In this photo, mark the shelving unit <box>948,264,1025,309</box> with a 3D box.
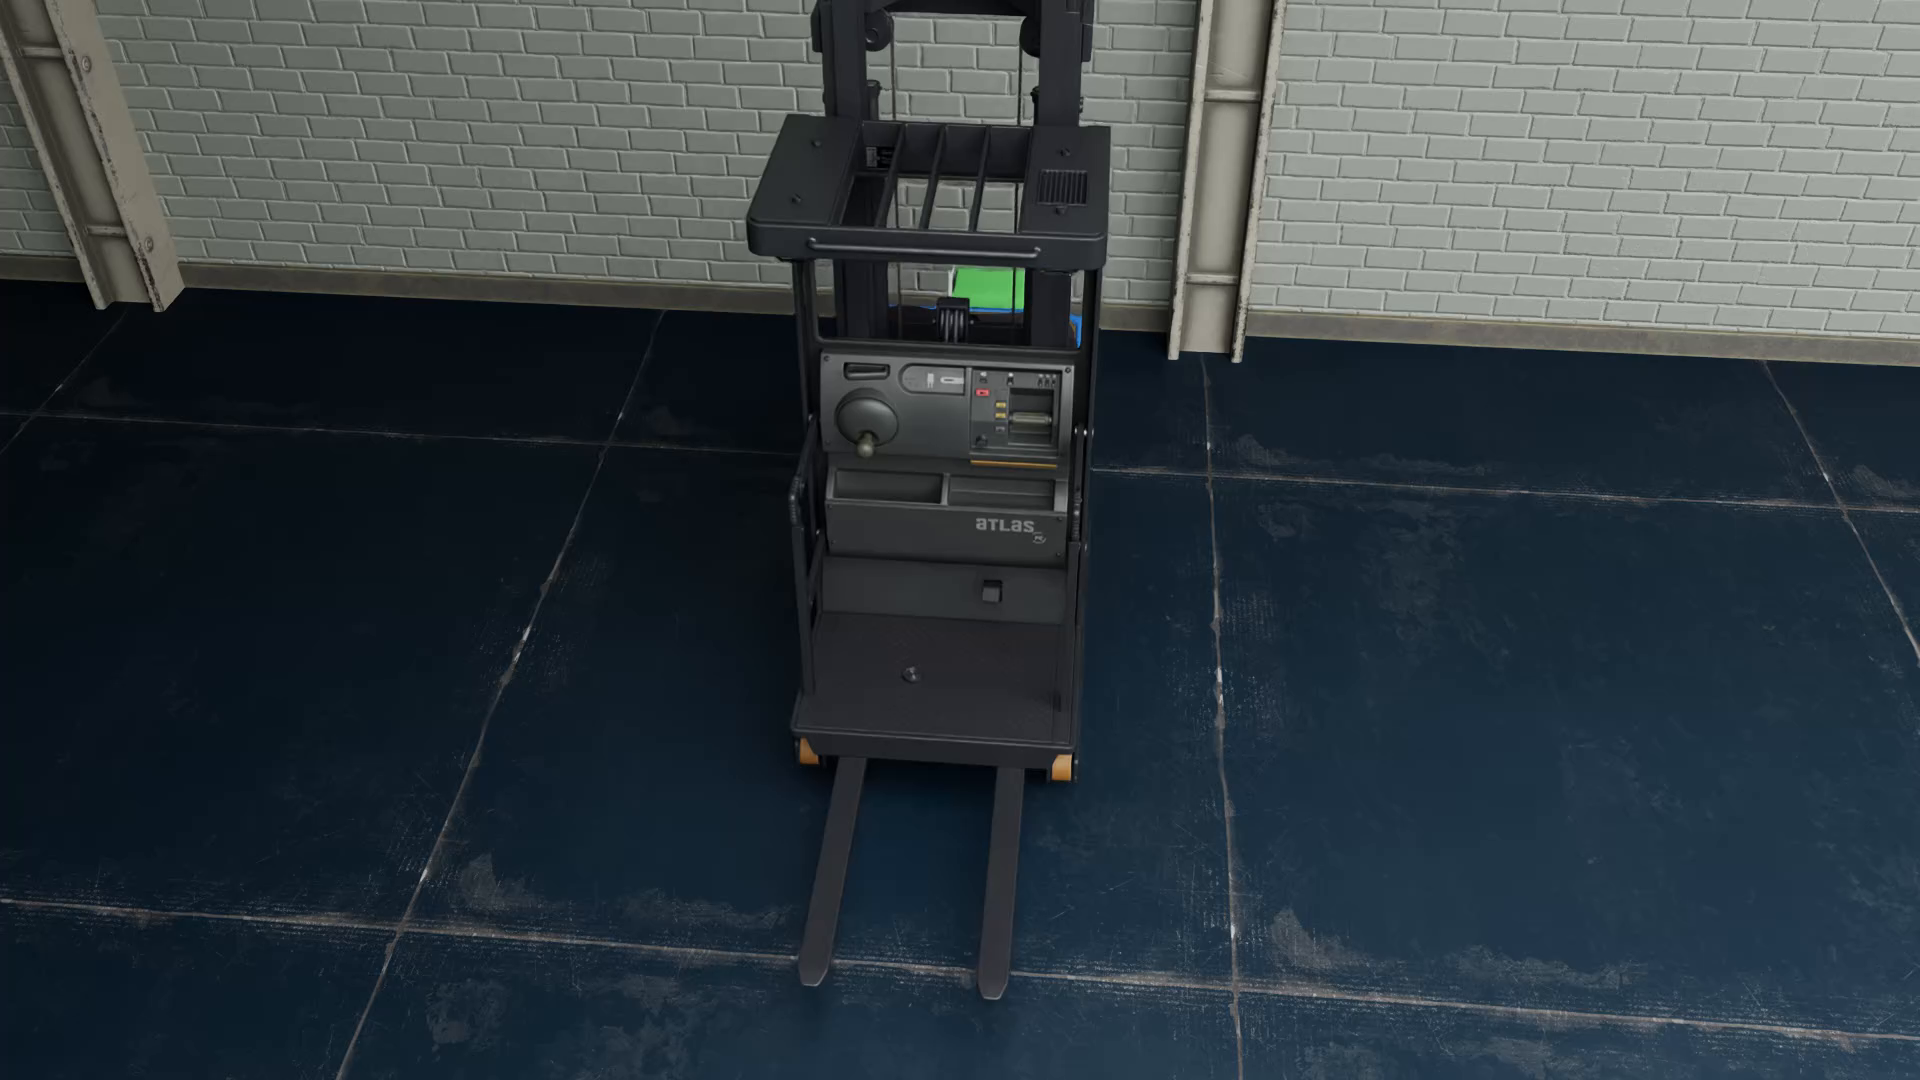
[{"bbox_3d":[0.210,-0.776,7.752,0.503,1.200,0.258,3,39,4],"label":"shelving unit"}]

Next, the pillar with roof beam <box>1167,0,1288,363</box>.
[{"bbox_3d":[0.955,-1.841,2.884,0.400,9.000,9.100,3,39,4],"label":"pillar with roof beam"}]

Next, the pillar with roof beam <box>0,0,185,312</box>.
[{"bbox_3d":[-5.023,-2.168,3.285,0.400,9.000,9.100,3,39,4],"label":"pillar with roof beam"}]

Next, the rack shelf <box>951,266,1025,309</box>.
[{"bbox_3d":[0.210,-1.099,7.490,0.480,0.148,0.258,3,39,4],"label":"rack shelf"}]

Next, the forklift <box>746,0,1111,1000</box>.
[{"bbox_3d":[-0.067,-0.408,5.930,1.130,2.935,3.031,3,39,4],"label":"forklift"}]

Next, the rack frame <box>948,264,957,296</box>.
[{"bbox_3d":[-0.033,-0.790,7.769,0.015,1.200,0.240,3,39,4],"label":"rack frame"}]
